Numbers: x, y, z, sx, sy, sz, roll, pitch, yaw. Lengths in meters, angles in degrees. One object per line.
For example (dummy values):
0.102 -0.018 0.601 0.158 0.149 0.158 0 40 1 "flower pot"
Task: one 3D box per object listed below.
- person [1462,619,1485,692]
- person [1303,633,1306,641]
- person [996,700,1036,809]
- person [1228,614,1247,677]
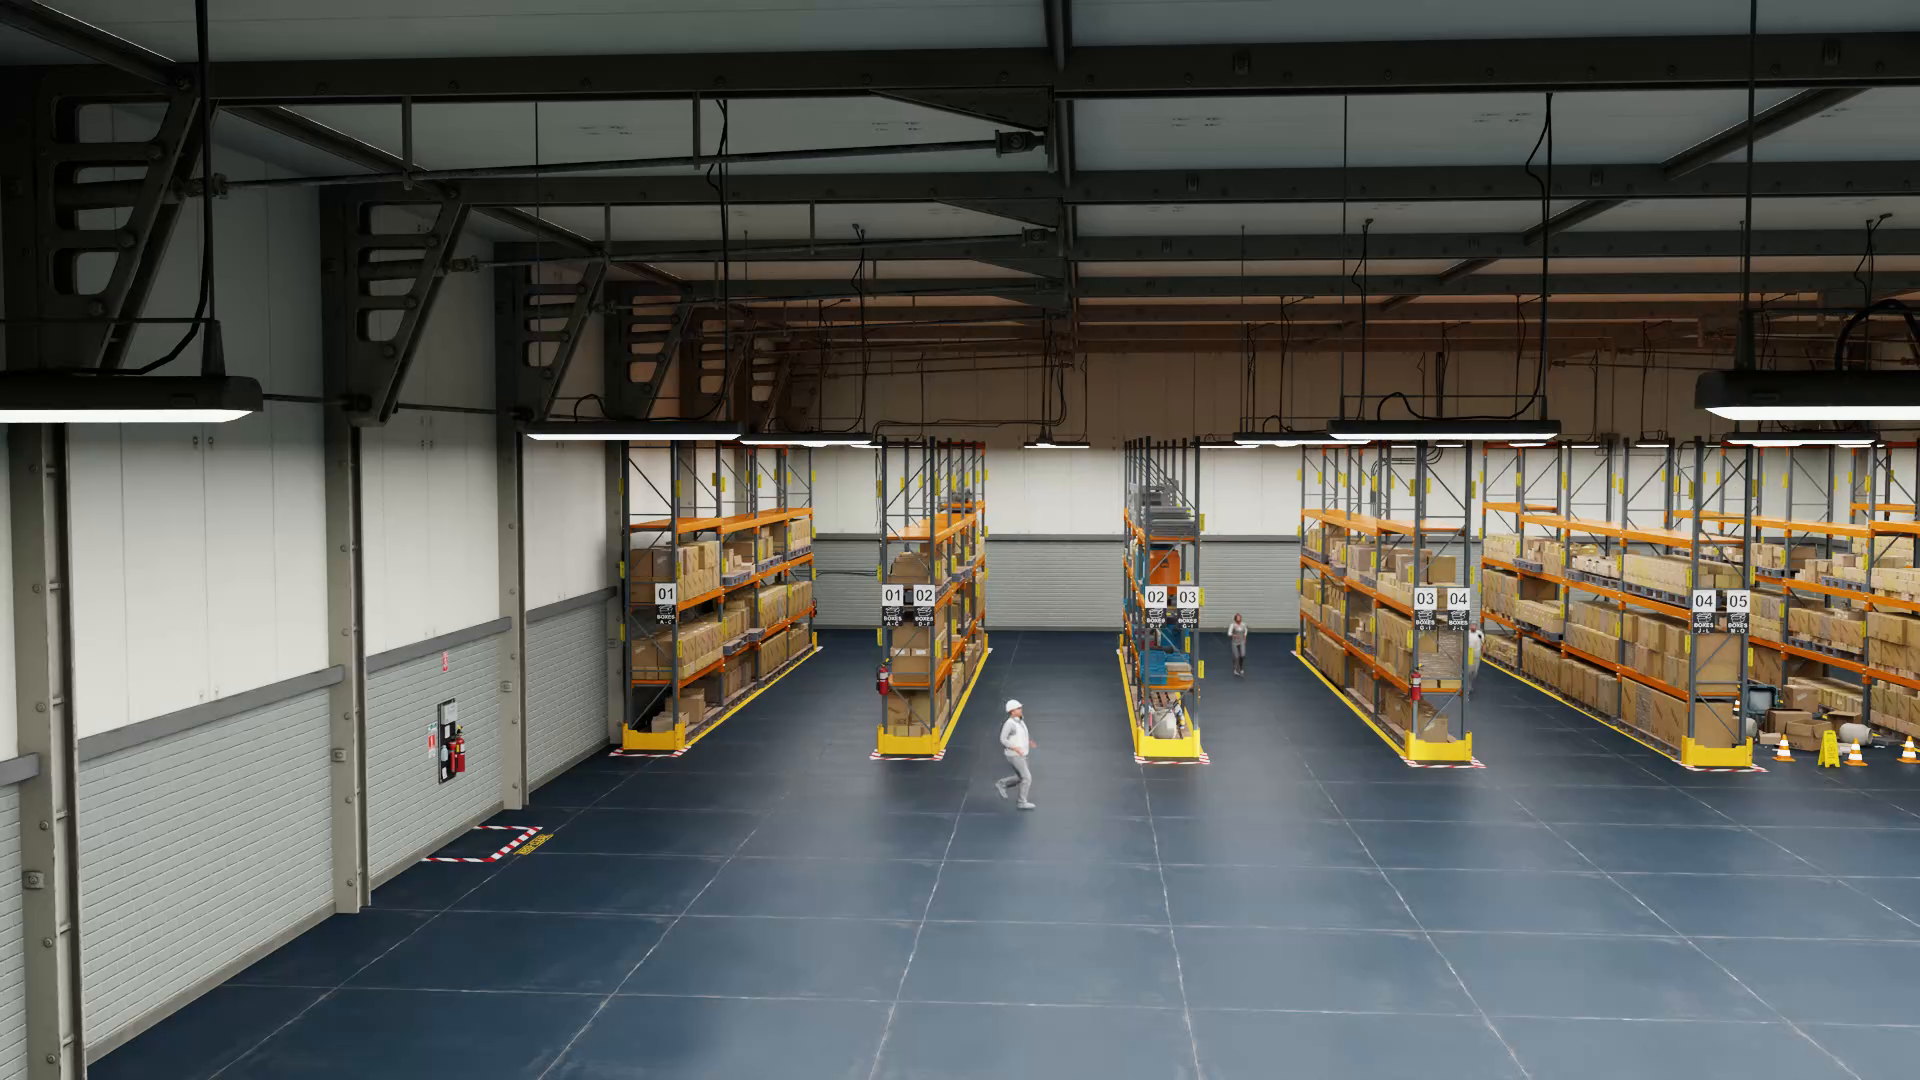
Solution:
12.145 2.745 39.372 0.634 1.783 0.683 0 3 -8 "person"
10.172 2.340 48.123 0.585 1.615 0.556 1 3 20 "person"
0.875 3.429 26.676 0.725 1.729 0.664 1 3 23 "person"
7.060 2.668 42.236 0.525 1.613 0.681 0 3 1 "person"
